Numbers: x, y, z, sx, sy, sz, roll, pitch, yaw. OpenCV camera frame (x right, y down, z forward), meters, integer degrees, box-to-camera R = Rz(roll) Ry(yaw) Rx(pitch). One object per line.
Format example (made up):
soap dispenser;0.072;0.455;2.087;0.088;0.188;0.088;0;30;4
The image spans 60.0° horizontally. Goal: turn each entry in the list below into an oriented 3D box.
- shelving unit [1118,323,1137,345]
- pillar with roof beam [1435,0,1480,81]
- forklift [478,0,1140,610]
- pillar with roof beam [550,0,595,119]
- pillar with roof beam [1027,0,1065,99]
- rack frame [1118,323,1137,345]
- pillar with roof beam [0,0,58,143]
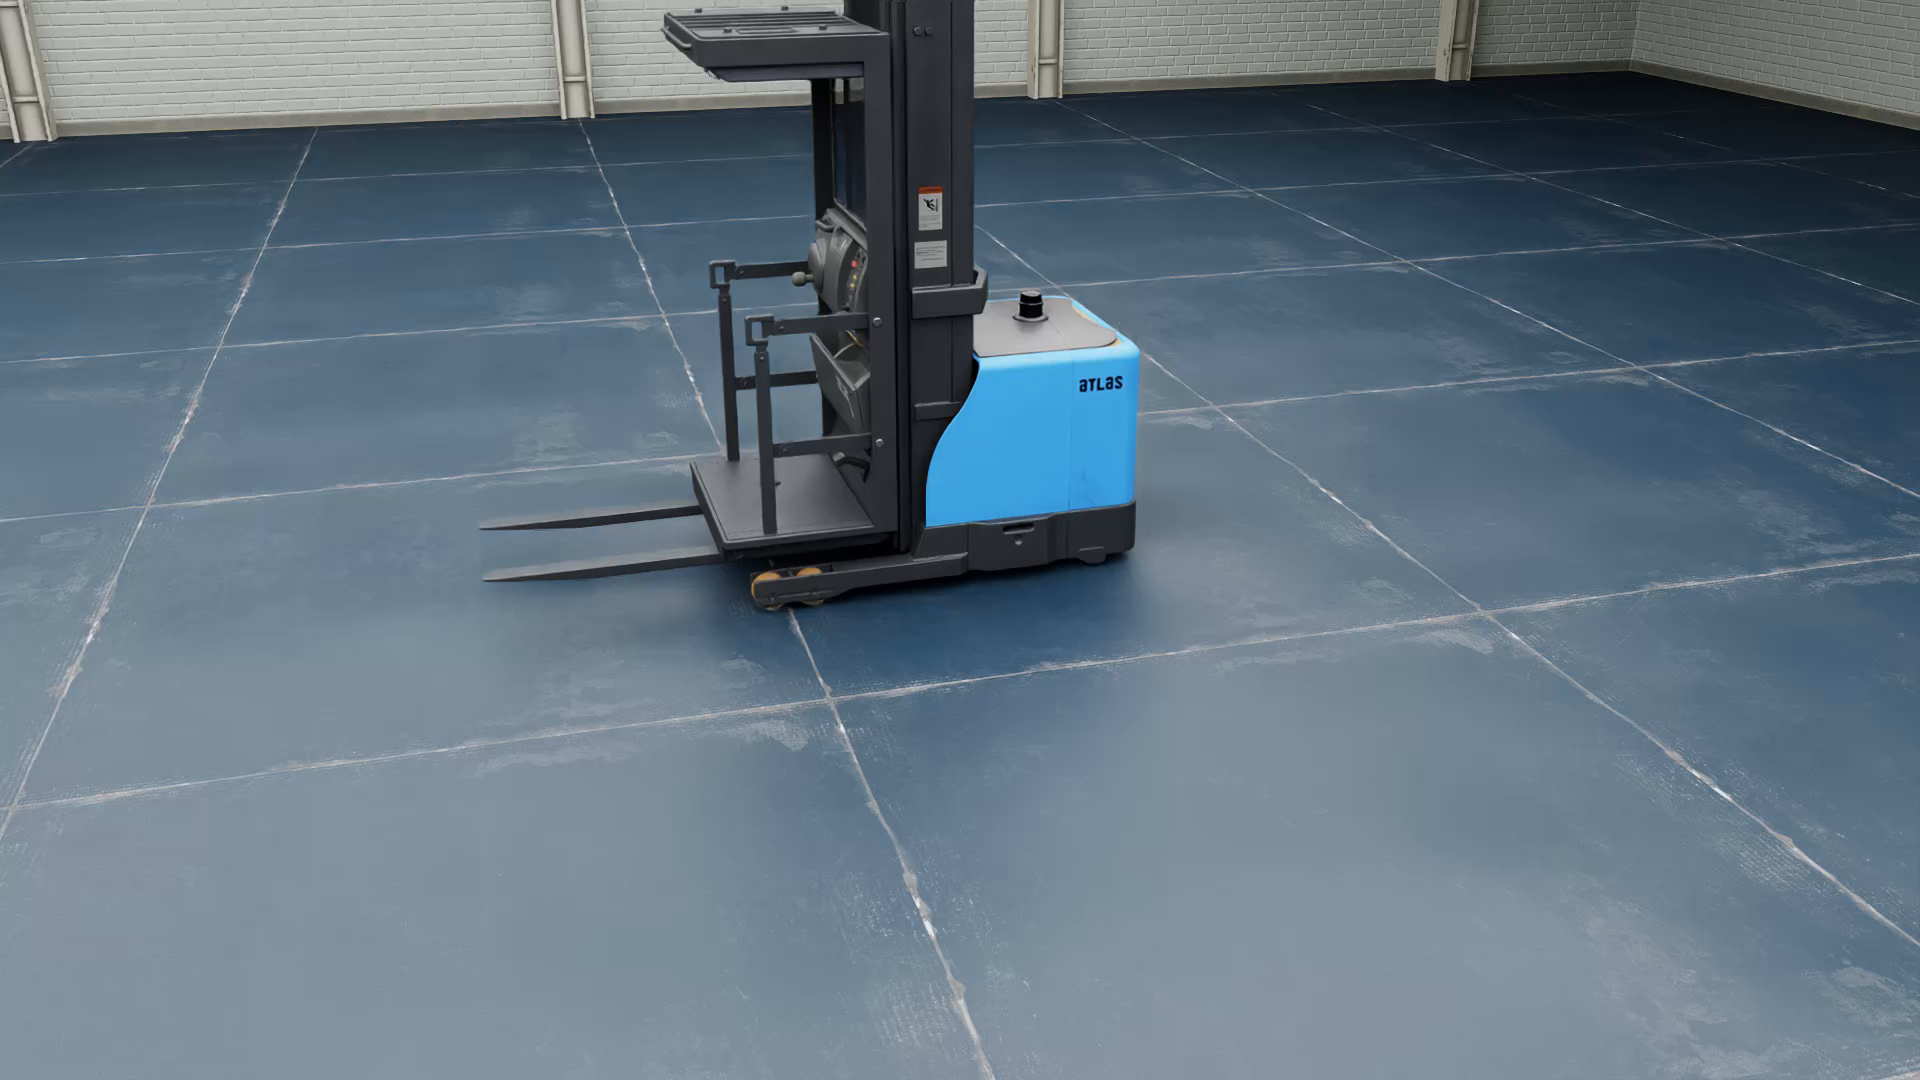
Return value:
shelving unit;0.739;-0.650;8.615;0.210;0.900;0.258;-5;24;-16
pillar with roof beam;8.050;-8.949;17.695;0.400;9.000;9.100;-6;24;-14
forklift;-0.733;-1.262;7.475;3.031;2.935;1.130;-7;24;-15
pillar with roof beam;-3.504;-7.671;14.716;0.400;9.000;9.100;-6;24;-14
pillar with roof beam;2.273;-8.310;16.205;0.400;9.000;9.100;-6;24;-14
rack frame;0.836;-0.658;8.643;0.006;0.900;0.240;-5;24;-16
pillar with roof beam;-9.281;-7.032;13.226;0.400;9.000;9.100;-6;24;-14
